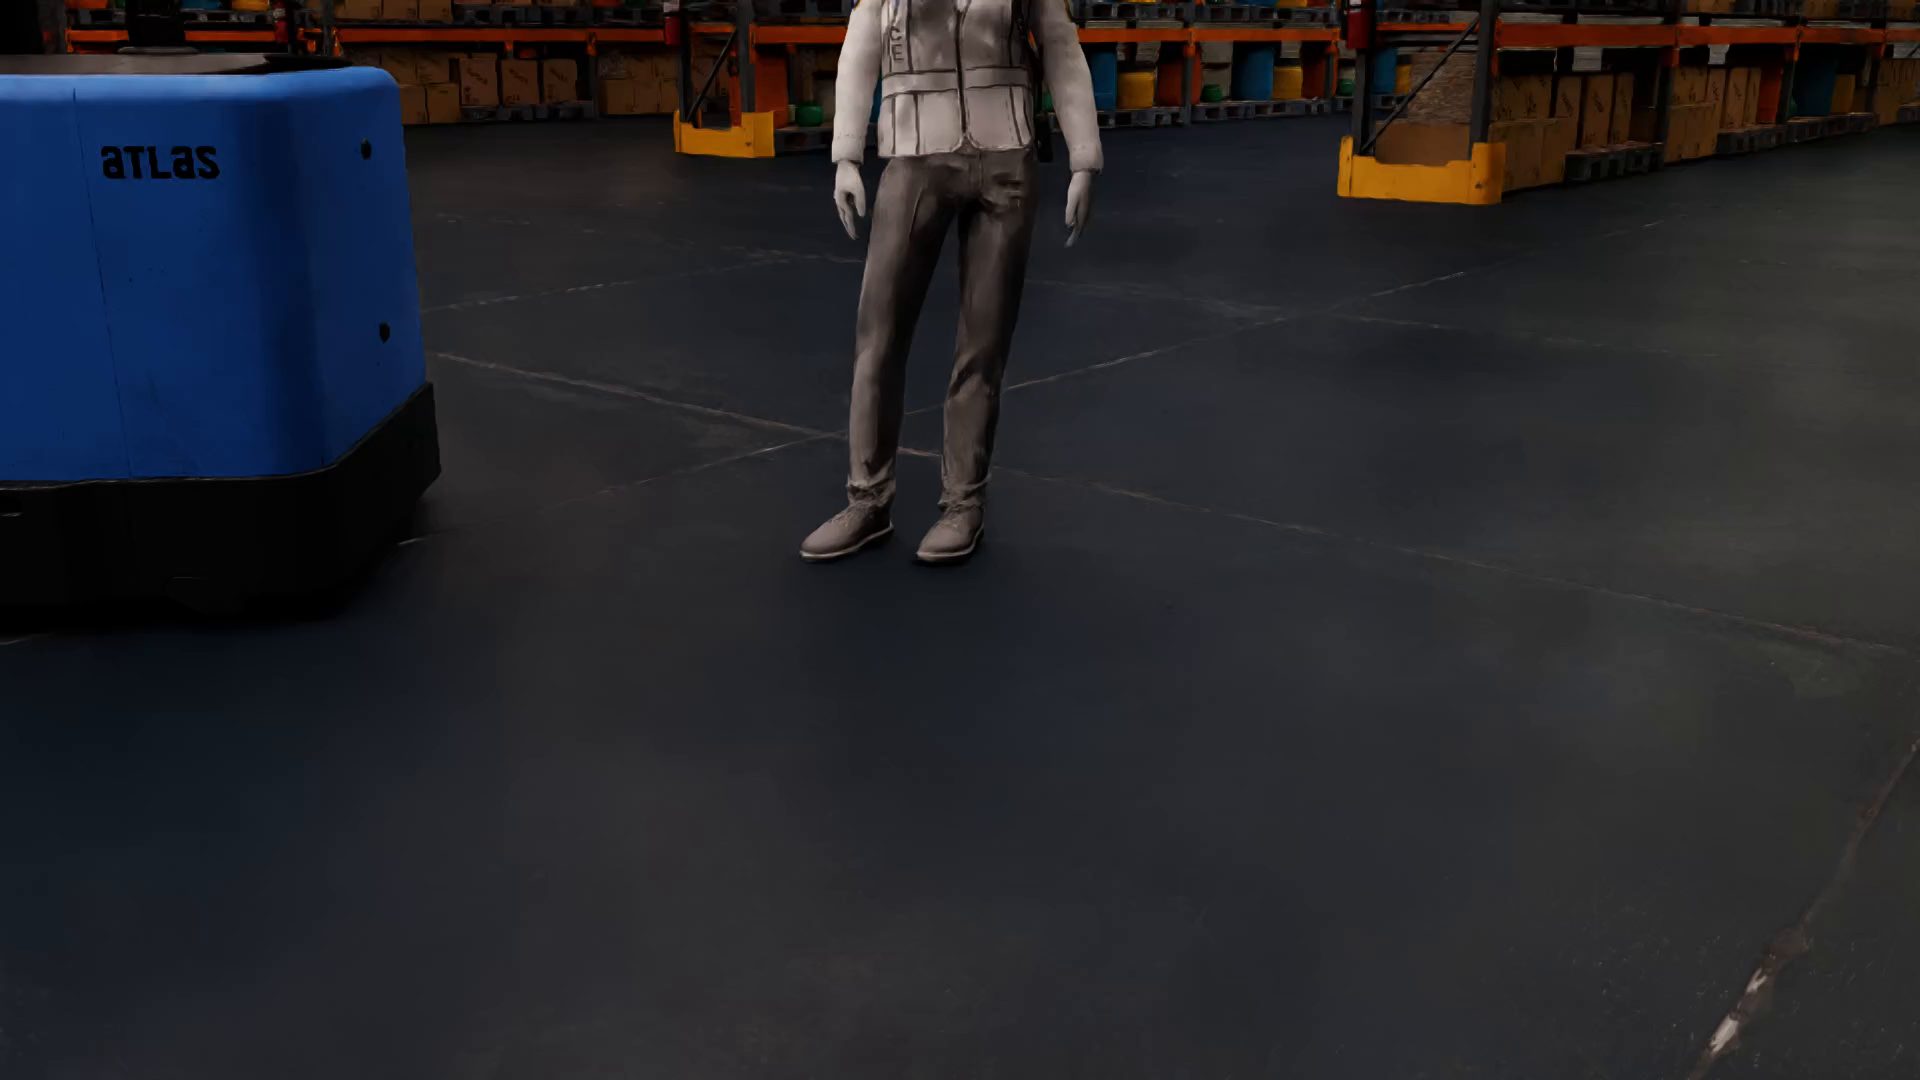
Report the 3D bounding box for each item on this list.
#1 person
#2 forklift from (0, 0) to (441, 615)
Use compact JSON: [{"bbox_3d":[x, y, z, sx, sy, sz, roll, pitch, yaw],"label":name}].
[{"bbox_3d":[-0.032,-0.799,3.670,0.687,1.696,0.366,-2,17,-6],"label":"person"},{"bbox_3d":[-2.807,-1.347,3.333,3.031,2.935,1.130,-1,17,-4],"label":"forklift"}]
